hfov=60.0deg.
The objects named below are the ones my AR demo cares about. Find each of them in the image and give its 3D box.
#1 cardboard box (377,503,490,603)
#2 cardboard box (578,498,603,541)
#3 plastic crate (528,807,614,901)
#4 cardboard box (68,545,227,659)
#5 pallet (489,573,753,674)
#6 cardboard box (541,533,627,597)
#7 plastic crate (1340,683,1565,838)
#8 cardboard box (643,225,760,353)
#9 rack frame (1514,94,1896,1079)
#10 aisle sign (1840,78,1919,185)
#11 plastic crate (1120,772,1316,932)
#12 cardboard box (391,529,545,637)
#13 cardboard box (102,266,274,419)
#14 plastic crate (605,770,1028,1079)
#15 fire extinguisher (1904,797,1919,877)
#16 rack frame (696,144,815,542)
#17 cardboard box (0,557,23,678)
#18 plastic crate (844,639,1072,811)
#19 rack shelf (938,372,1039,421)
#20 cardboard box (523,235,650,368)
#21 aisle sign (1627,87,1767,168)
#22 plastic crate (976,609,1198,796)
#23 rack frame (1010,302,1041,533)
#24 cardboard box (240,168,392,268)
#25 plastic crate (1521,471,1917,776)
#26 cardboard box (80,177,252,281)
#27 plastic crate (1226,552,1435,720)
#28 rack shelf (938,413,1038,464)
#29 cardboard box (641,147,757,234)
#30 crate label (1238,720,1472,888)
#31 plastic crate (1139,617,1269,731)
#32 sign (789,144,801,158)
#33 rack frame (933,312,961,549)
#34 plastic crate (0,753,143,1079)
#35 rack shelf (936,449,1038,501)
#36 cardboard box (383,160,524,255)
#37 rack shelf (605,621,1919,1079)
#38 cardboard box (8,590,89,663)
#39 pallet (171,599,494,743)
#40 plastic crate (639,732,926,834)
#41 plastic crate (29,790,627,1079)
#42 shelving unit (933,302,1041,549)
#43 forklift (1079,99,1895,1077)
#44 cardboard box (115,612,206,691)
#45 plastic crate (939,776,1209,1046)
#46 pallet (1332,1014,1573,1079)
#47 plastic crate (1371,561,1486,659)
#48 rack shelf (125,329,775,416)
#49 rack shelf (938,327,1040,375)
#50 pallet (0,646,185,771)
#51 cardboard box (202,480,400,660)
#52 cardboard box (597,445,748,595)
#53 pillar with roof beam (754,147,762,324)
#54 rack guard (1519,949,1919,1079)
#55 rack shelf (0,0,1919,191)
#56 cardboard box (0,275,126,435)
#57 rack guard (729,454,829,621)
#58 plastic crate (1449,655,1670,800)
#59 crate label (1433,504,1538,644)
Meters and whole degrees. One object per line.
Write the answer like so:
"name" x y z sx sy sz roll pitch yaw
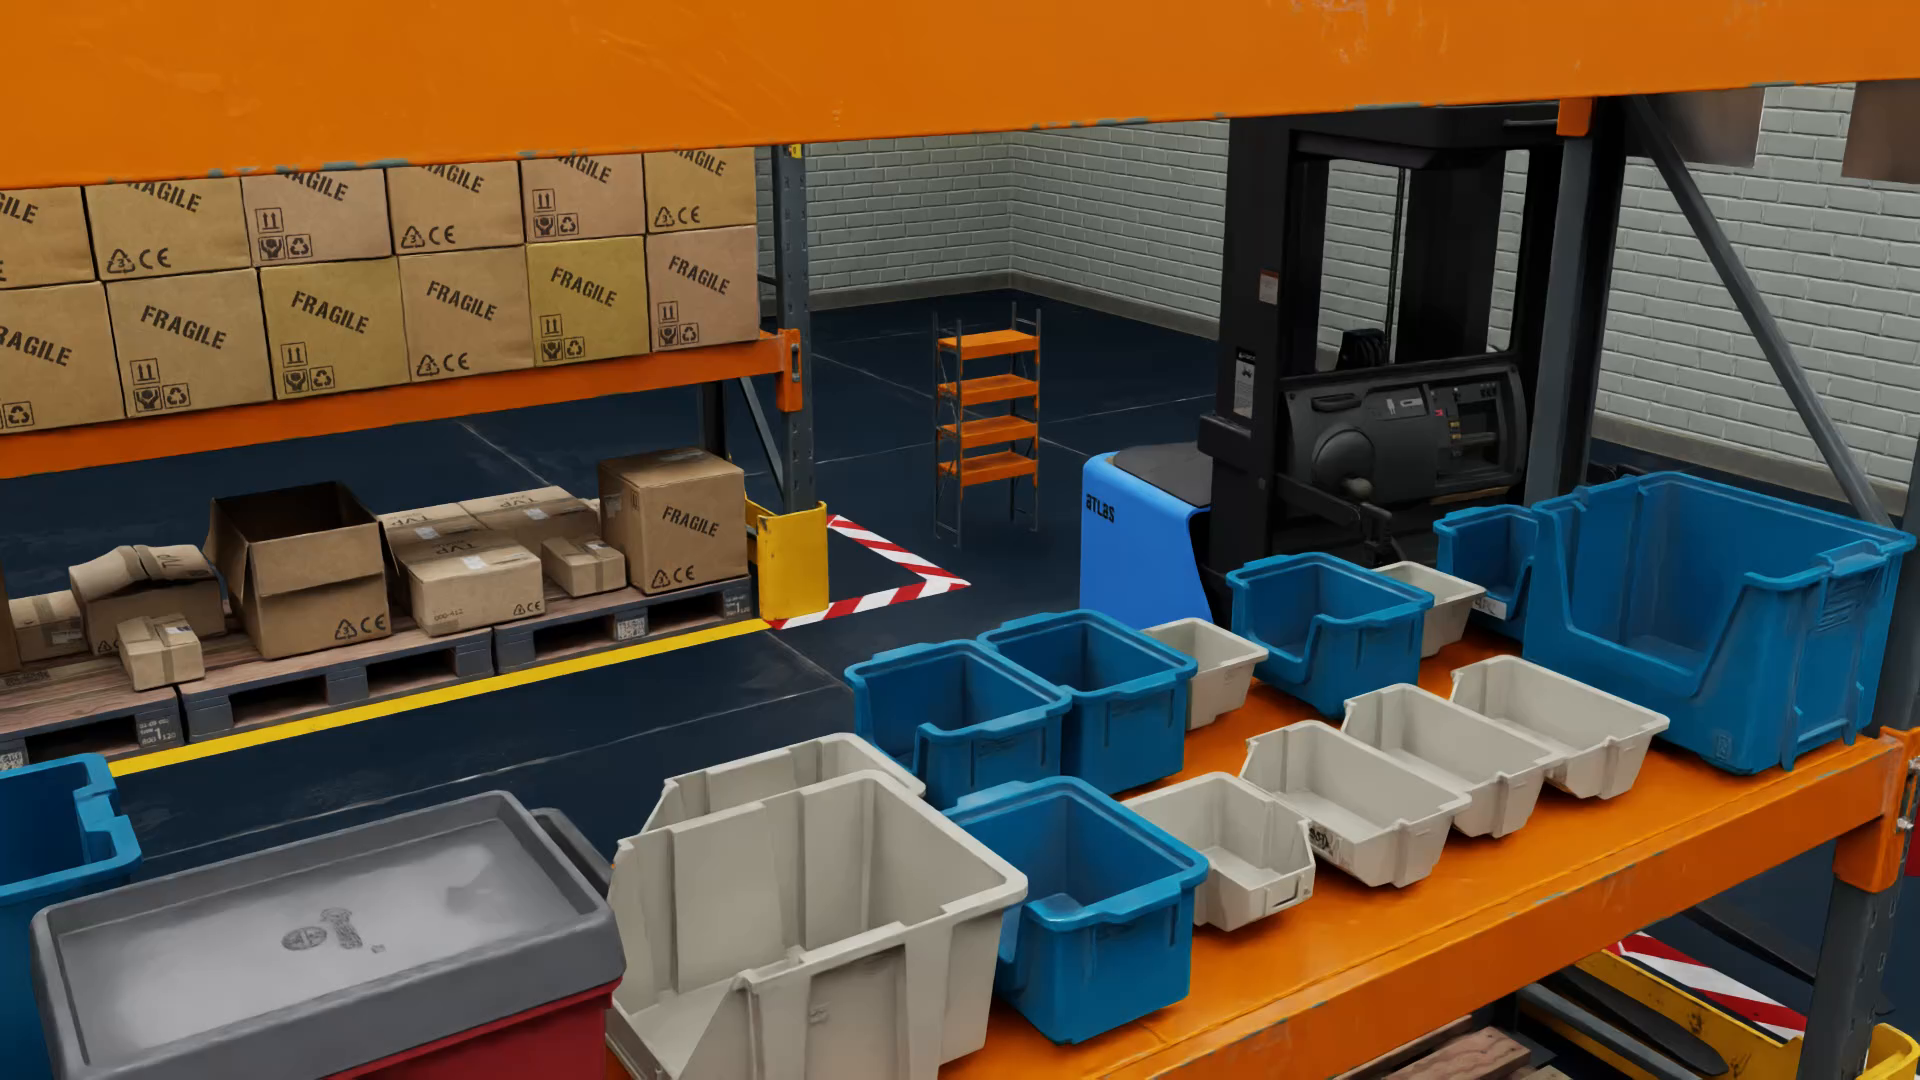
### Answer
"cardboard box" -2.436 0.050 7.519 0.500 0.250 0.500 -12 22 -31
"cardboard box" -1.738 -0.080 8.035 0.250 0.166 0.380 -12 22 -31
"plastic crate" -0.823 0.623 2.554 0.590 0.125 0.437 -12 22 -31
"cardboard box" -3.385 0.222 6.917 0.500 0.311 0.500 -12 22 -31
"pallet" -1.720 0.235 7.720 1.213 0.211 1.003 -12 22 -31
"cardboard box" -1.697 0.103 7.494 0.250 0.166 0.380 -12 22 -31
"plastic crate" 0.899 0.421 3.133 0.243 0.136 0.396 -12 22 -31
"cardboard box" -1.215 -1.136 7.264 0.500 0.500 0.500 -11 22 -30
"rack frame" 1.732 0.087 3.805 0.053 2.616 0.949 -12 22 -31
"aisle sign" 1.951 -1.080 3.197 0.004 0.787 0.394 -12 22 -31
"plastic crate" 0.442 0.534 2.799 0.250 0.136 0.298 -12 22 -31
"cardboard box" -2.120 0.175 7.149 0.500 0.250 0.500 -12 22 -31
"cardboard box" -2.911 -0.778 6.207 0.500 0.500 0.500 -12 22 -32
"plastic crate" -0.234 0.598 2.383 0.530 0.282 0.437 -12 22 -31
"fire extinguisher" 2.106 0.394 3.599 0.183 0.674 0.296 -12 22 -31
"rack frame" -0.991 -1.240 7.729 0.127 3.000 1.000 -12 22 -31
"cardboard box" -4.012 0.264 6.496 0.500 0.500 0.500 -12 22 -31
"plastic crate" -0.007 0.377 3.114 0.300 0.233 0.416 -12 22 -31
"rack shelf" 0.138 -0.746 8.589 0.480 0.148 0.258 -12 22 -31
"cardboard box" -1.647 -1.043 6.991 0.500 0.500 0.500 -12 22 -31
"aisle sign" 1.627 -1.238 3.664 0.004 0.787 0.394 -12 22 -31
"plastic crate" 0.243 0.324 3.271 0.300 0.233 0.416 -12 22 -31
"rack frame" 0.342 -0.641 8.766 0.015 1.200 0.240 -12 22 -31
"cardboard box" -2.492 -1.337 6.298 0.500 0.500 0.500 -11 22 -30
"plastic crate" 1.553 0.149 3.470 0.499 0.435 0.616 -12 22 -31
"cardboard box" -2.923 -1.245 6.028 0.500 0.500 0.500 -13 22 -33
"plastic crate" 0.793 0.208 3.614 0.300 0.233 0.416 -12 22 -31
"rack shelf" 0.138 -0.534 8.660 0.480 0.148 0.258 -12 22 -31
"cardboard box" -1.211 -1.609 7.103 0.500 0.500 0.500 -12 22 -32
"crate label" 0.680 0.477 2.968 0.243 0.136 0.396 -12 22 -31
"plastic crate" 0.463 0.291 3.517 0.298 0.136 0.250 -12 22 -31
"sign" -0.702 -1.786 7.043 0.005 0.325 0.100 -12 22 -31
"rack frame" -0.066 -0.555 8.512 0.015 1.200 0.240 -12 22 -31
"plastic crate" -1.408 0.596 2.230 0.575 0.384 0.392 -12 22 -31
"rack shelf" 0.138 -0.346 8.724 0.480 0.148 0.258 -12 22 -31
"cardboard box" -2.063 -1.427 6.565 0.500 0.500 0.500 -11 22 -30
"rack shelf" 0.060 0.779 2.881 4.000 0.370 1.077 -12 22 -31
"cardboard box" -3.732 0.348 6.795 0.250 0.149 0.380 -12 22 -31
"pallet" -2.738 0.449 7.088 1.213 0.211 1.003 -12 22 -31
"plastic crate" -0.322 0.500 2.901 0.466 0.136 0.293 -12 22 -31
"plastic crate" -0.727 0.641 1.971 0.583 0.464 0.402 -12 22 -31
"shelving unit" 0.138 -0.598 8.639 0.503 1.200 0.258 -12 22 -31
"forklift" 1.531 -0.334 5.157 1.130 2.935 3.031 -8 20 -24
"cardboard box" -3.145 0.427 6.534 0.250 0.166 0.380 -12 22 -31
"plastic crate" 0.156 0.567 2.552 0.300 0.233 0.416 -12 22 -31
"pallet" 1.020 1.542 3.855 1.213 0.211 1.003 -12 22 -31
"plastic crate" 1.029 0.172 3.871 0.298 0.136 0.250 -12 22 -31
"rack shelf" -2.661 -0.639 6.771 3.809 0.124 0.919 -12 22 -31
"rack shelf" 0.138 -0.970 8.513 0.480 0.148 0.258 -12 22 -31
"pallet" -3.758 0.665 6.448 1.213 0.211 1.003 -12 22 -31
"cardboard box" -2.765 0.107 6.957 0.637 0.503 0.797 -12 22 -31
"cardboard box" -1.310 -0.102 7.580 0.500 0.500 0.500 -12 22 -31
"pillar with roof beam" 0.428 -4.962 9.370 0.400 9.000 9.100 -12 22 -31
"rack guard" 1.743 1.262 4.231 0.348 0.500 1.175 -12 22 -31
"rack shelf" 0.060 -0.642 2.400 4.000 0.370 1.077 -12 22 -31
"cardboard box" -3.330 -0.691 5.948 0.500 0.500 0.500 -11 22 -30
"rack guard" -1.054 -0.042 8.089 0.348 0.500 1.175 -12 22 -31
"plastic crate" 1.149 0.374 3.272 0.243 0.136 0.396 -12 22 -31
"crate label" 1.343 0.092 3.957 0.303 0.233 0.416 -12 22 -31
